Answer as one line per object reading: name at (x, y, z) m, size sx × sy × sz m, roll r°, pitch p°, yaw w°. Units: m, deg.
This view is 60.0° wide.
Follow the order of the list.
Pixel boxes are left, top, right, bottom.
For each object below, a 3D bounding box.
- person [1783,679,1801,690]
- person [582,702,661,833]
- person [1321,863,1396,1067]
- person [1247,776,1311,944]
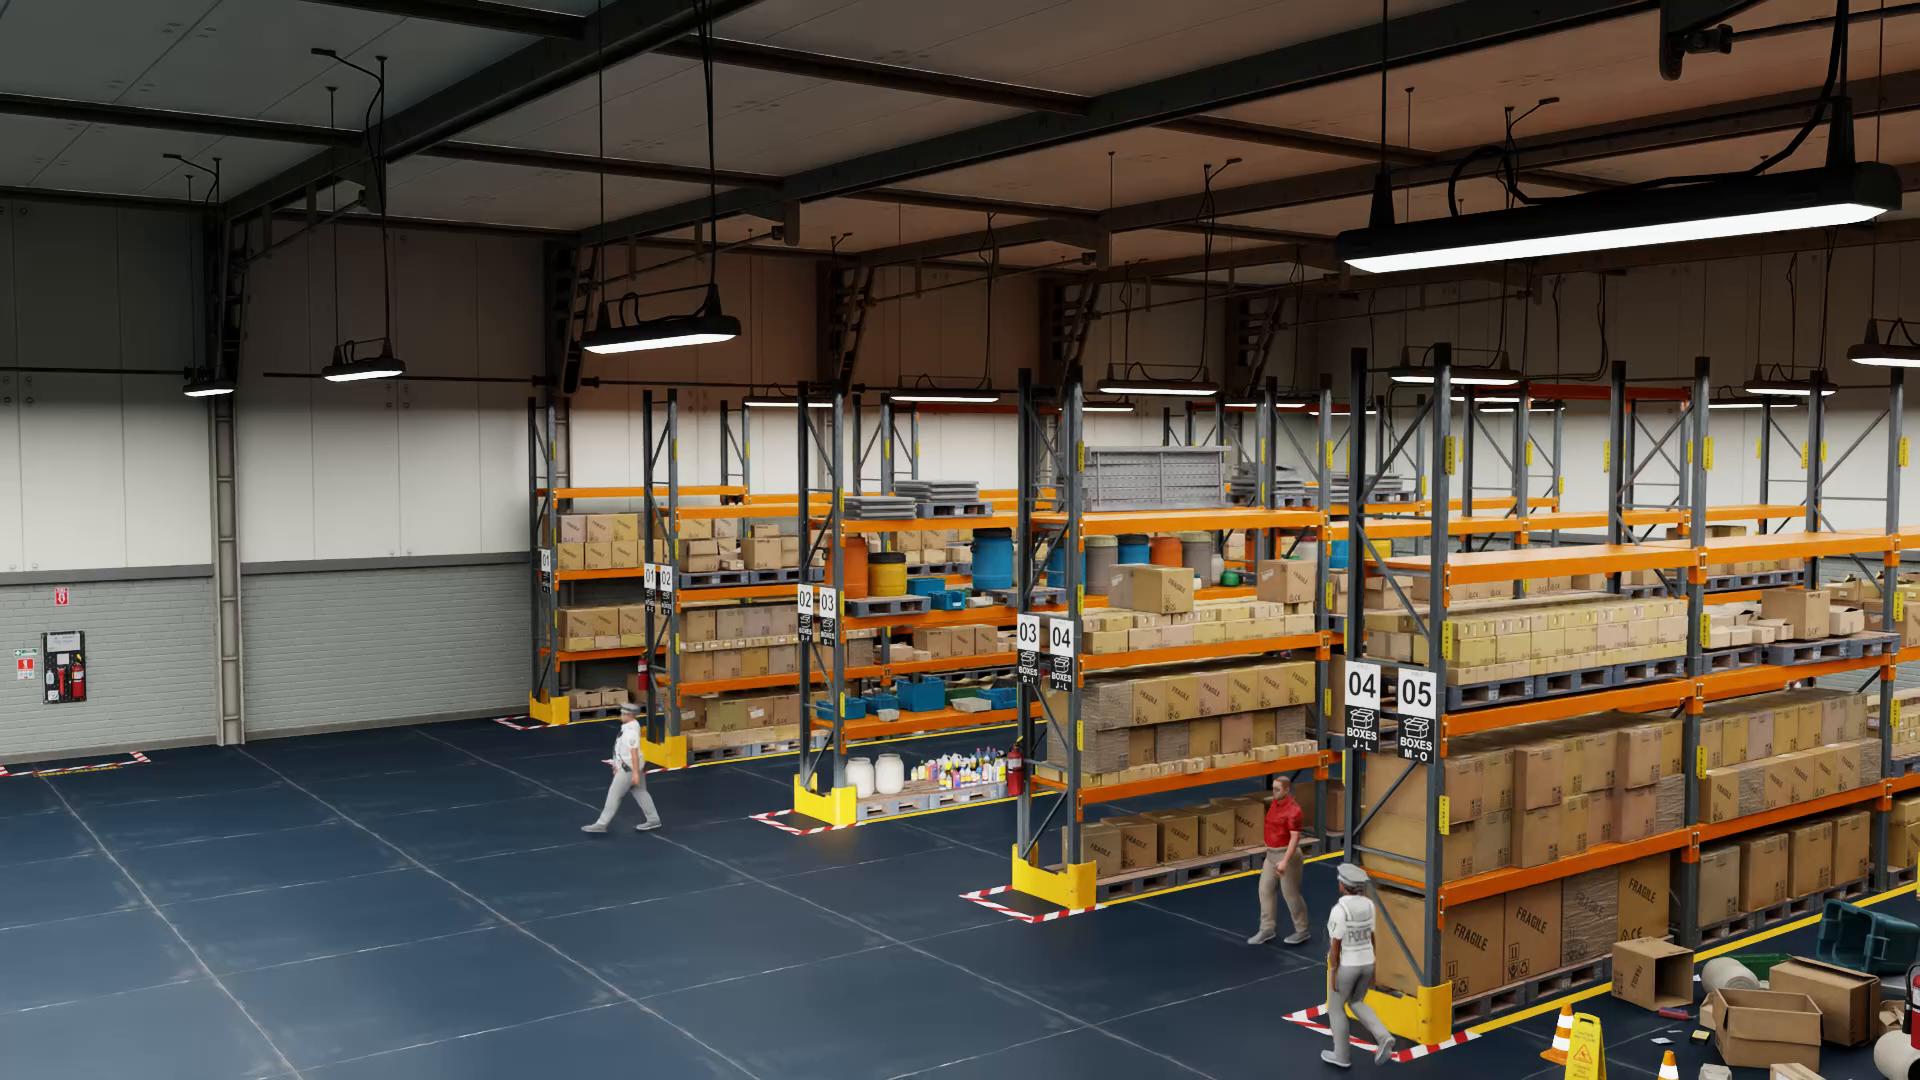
person at (13.000, 2.818, 25.624) m, size 0.636 × 1.683 × 0.749 m, roll -2°, pitch 4°, yaw -28°
person at (-4.464, 2.991, 21.942) m, size 0.994 × 1.711 × 0.589 m, roll 0°, pitch 3°, yaw -2°
person at (3.233, 3.500, 13.656) m, size 0.456 × 1.669 × 0.569 m, roll -3°, pitch 4°, yaw -37°
person at (3.290, 3.302, 17.128) m, size 0.625 × 1.758 × 0.602 m, roll -1°, pitch 4°, yaw -17°
